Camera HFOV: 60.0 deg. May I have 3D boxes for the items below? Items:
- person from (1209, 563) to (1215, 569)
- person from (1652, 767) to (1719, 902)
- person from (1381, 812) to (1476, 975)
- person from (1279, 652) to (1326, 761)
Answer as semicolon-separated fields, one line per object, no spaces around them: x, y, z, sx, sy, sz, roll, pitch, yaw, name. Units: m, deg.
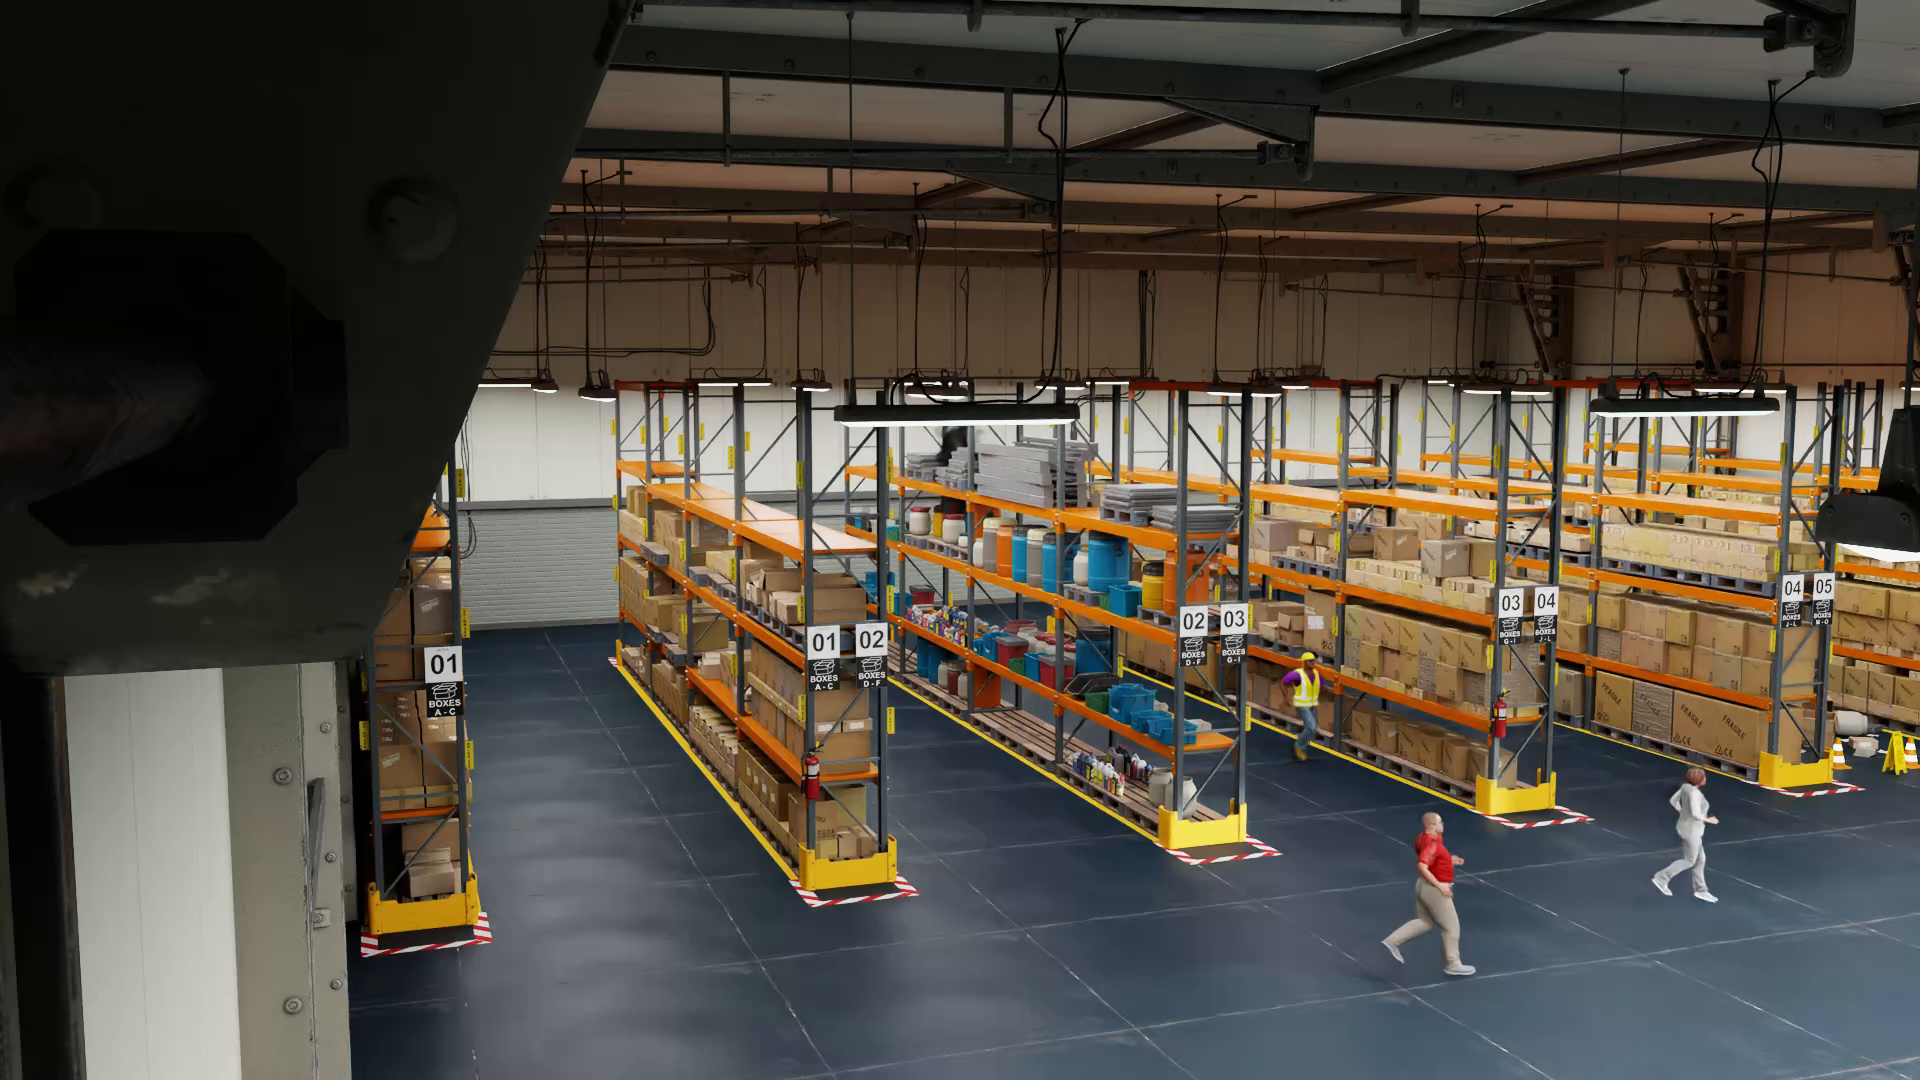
5.900;1.369;39.379;0.625;1.649;0.714;1;6;9;person
8.575;3.473;19.616;0.770;1.606;0.565;1;6;9;person
4.881;3.652;17.221;0.953;1.698;0.672;0;6;-2;person
5.540;2.653;26.491;0.692;1.741;0.660;-4;7;-31;person
